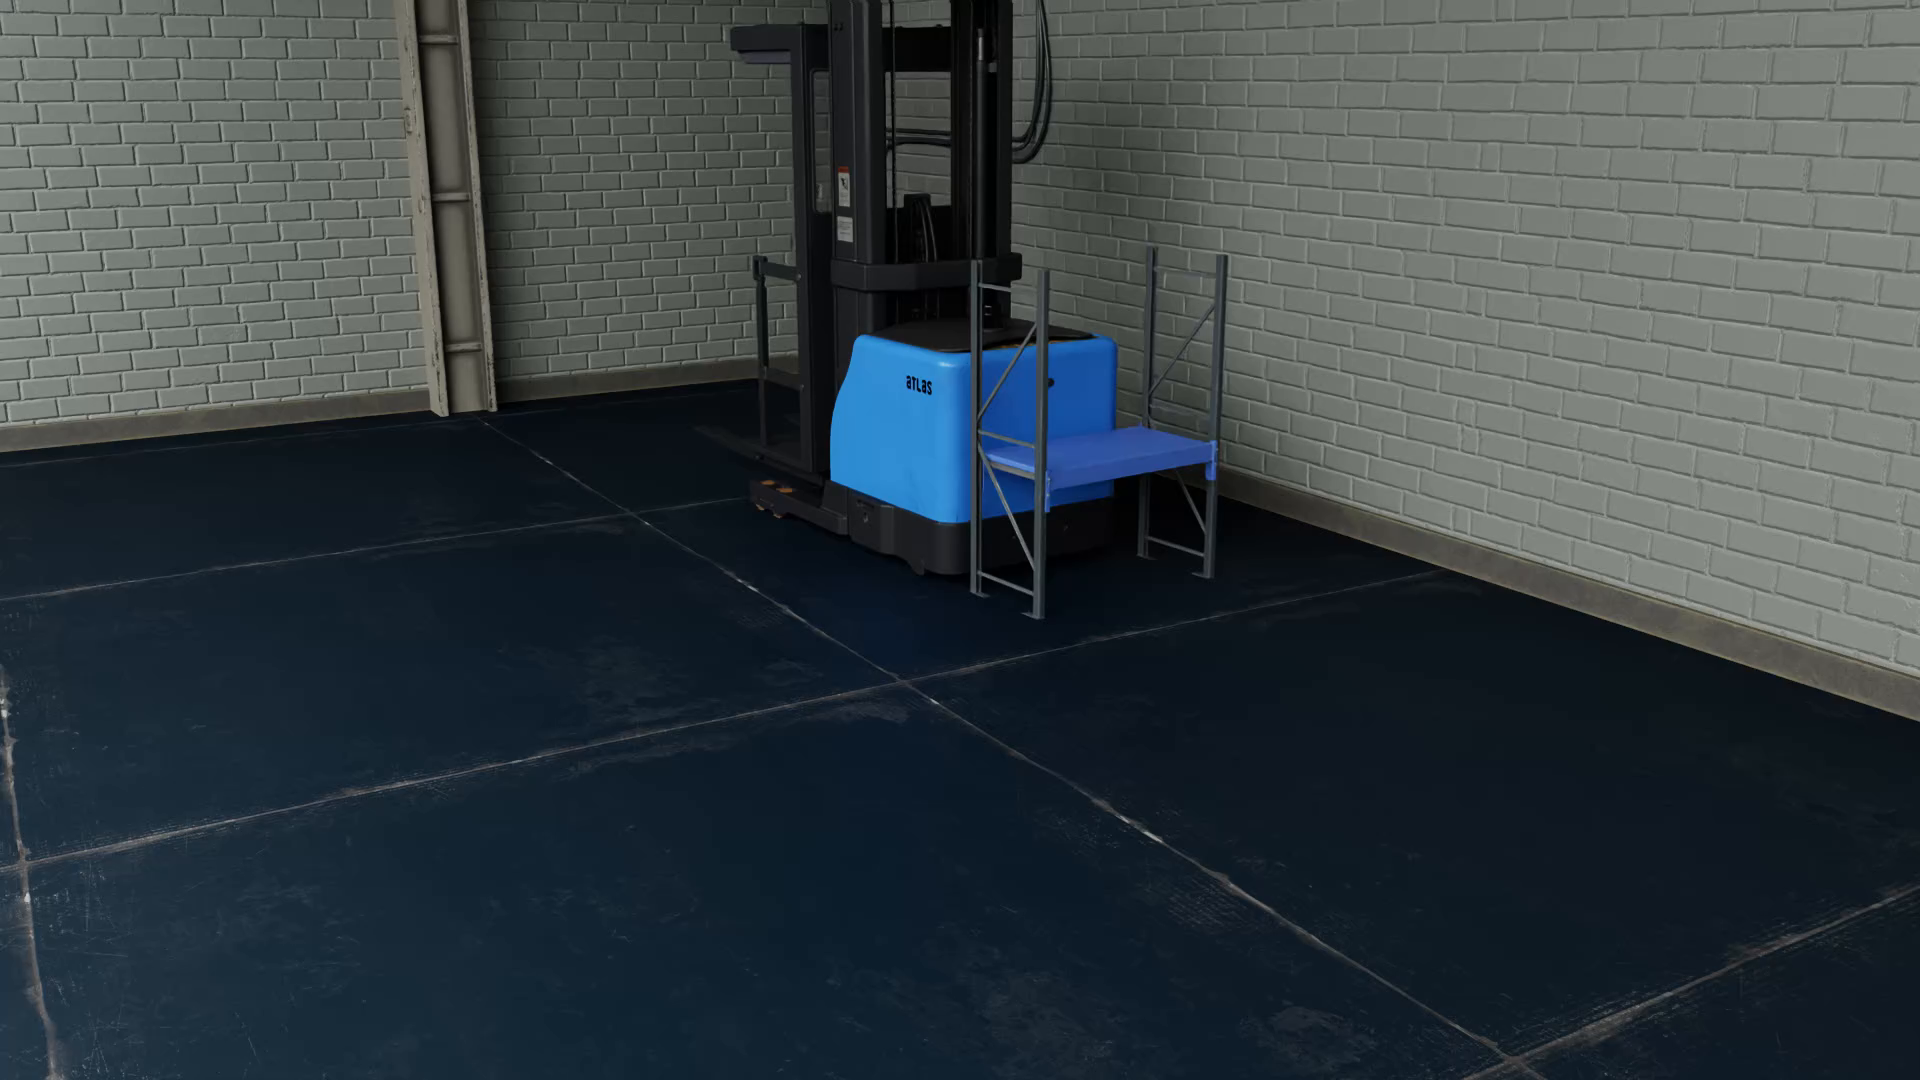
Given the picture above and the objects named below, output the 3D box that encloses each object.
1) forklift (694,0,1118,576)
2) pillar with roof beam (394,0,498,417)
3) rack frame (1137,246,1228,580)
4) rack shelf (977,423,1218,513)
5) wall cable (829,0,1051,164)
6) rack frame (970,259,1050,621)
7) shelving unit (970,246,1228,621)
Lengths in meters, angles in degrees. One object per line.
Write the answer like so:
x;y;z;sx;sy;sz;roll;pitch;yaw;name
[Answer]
-0.478;-1.589;8.648;1.130;2.935;3.031;-10;19;-33;forklift
-1.261;-4.249;6.894;0.400;9.000;9.100;-9;18;-30;pillar with roof beam
1.028;-0.593;7.746;0.032;1.500;0.500;-11;19;-35;rack frame
0.617;-0.339;7.505;1.000;0.185;0.538;-11;19;-35;rack shelf
-0.272;-3.853;11.236;0.112;2.526;3.097;-9;18;-30;wall cable
0.207;-0.431;7.168;0.032;1.500;0.500;-11;19;-35;rack frame
0.617;-0.512;7.457;1.048;1.500;0.538;-11;19;-35;shelving unit
